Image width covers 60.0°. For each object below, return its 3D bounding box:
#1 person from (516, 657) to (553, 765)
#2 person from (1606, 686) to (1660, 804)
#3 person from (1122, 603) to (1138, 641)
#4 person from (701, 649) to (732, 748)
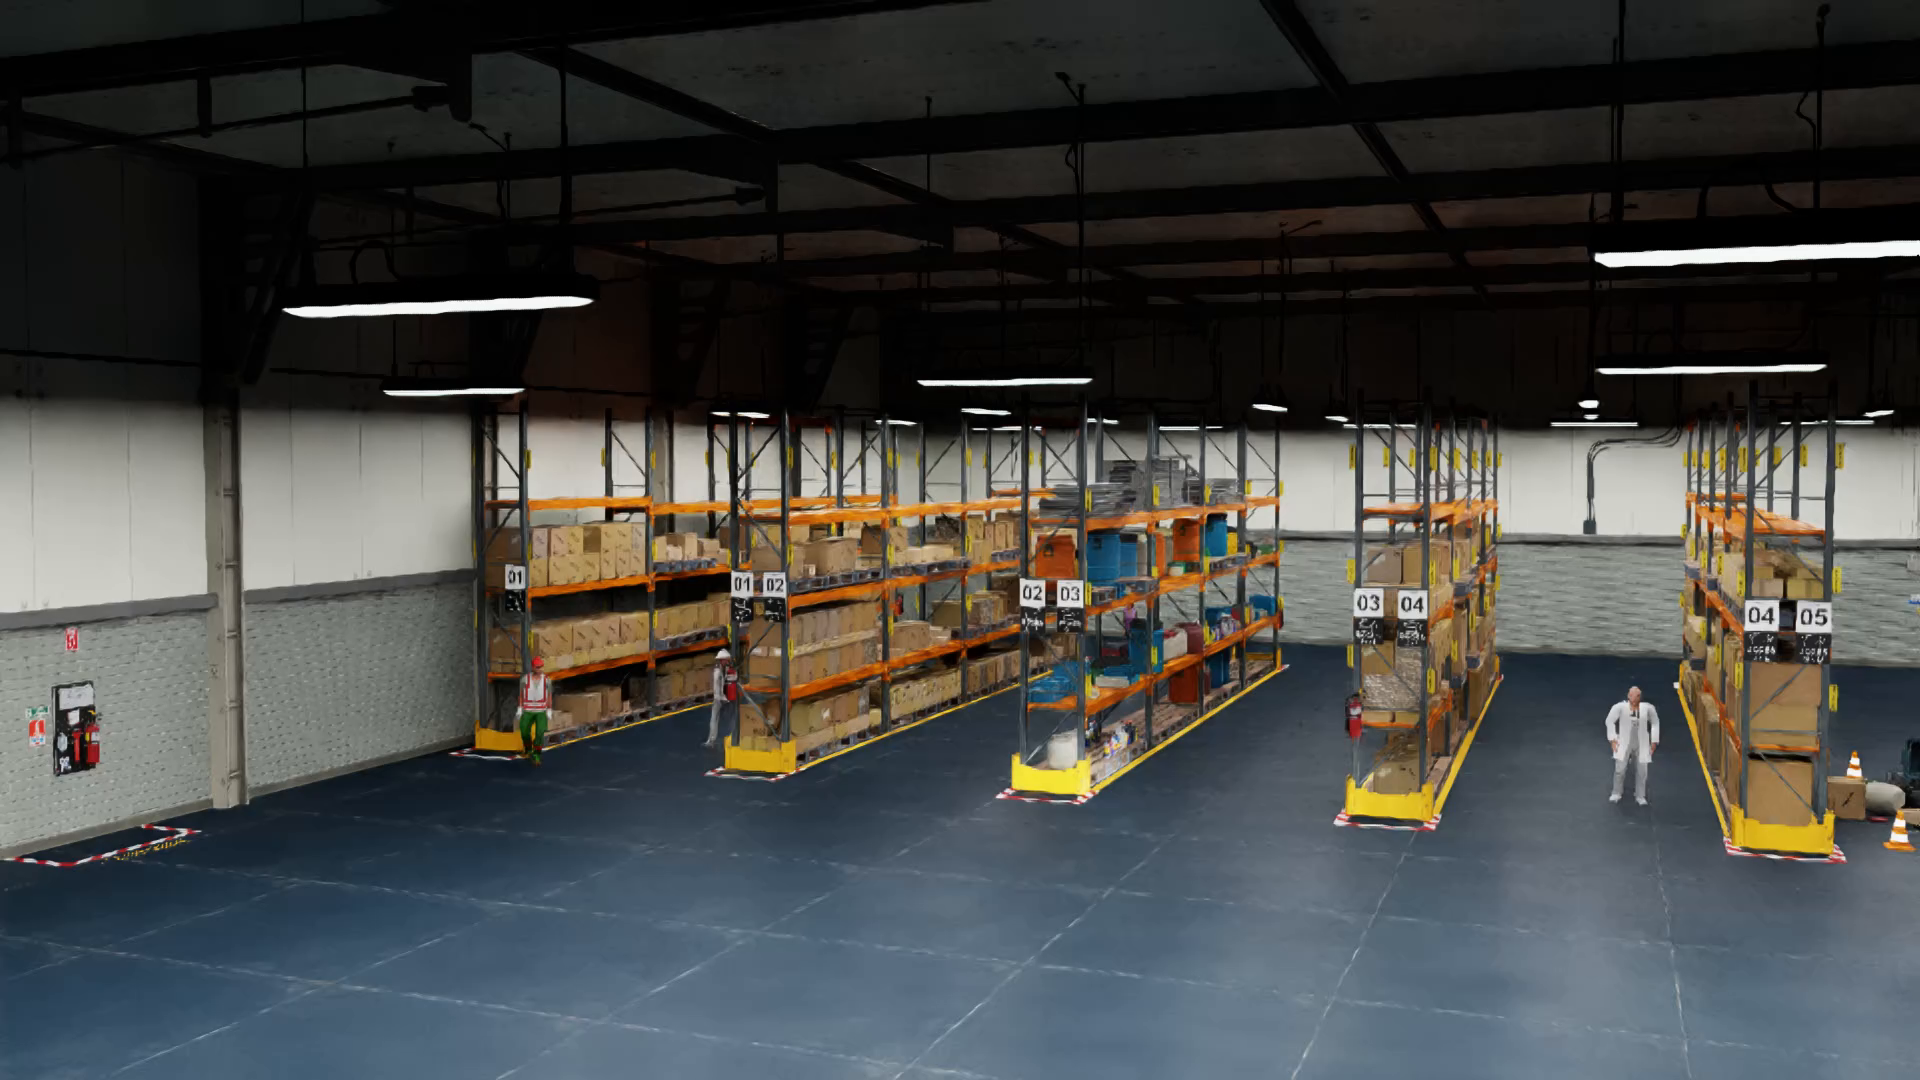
[{"bbox_3d":[-6.977,2.791,27.266,0.587,1.777,0.576,-1,3,-14],"label":"person"},{"bbox_3d":[9.759,2.965,24.138,0.729,1.733,0.546,1,3,19],"label":"person"},{"bbox_3d":[4.252,2.210,41.527,0.417,1.517,1.037,1,3,23],"label":"person"},{"bbox_3d":[-4.071,2.734,28.928,0.543,1.700,1.119,1,3,19],"label":"person"}]
